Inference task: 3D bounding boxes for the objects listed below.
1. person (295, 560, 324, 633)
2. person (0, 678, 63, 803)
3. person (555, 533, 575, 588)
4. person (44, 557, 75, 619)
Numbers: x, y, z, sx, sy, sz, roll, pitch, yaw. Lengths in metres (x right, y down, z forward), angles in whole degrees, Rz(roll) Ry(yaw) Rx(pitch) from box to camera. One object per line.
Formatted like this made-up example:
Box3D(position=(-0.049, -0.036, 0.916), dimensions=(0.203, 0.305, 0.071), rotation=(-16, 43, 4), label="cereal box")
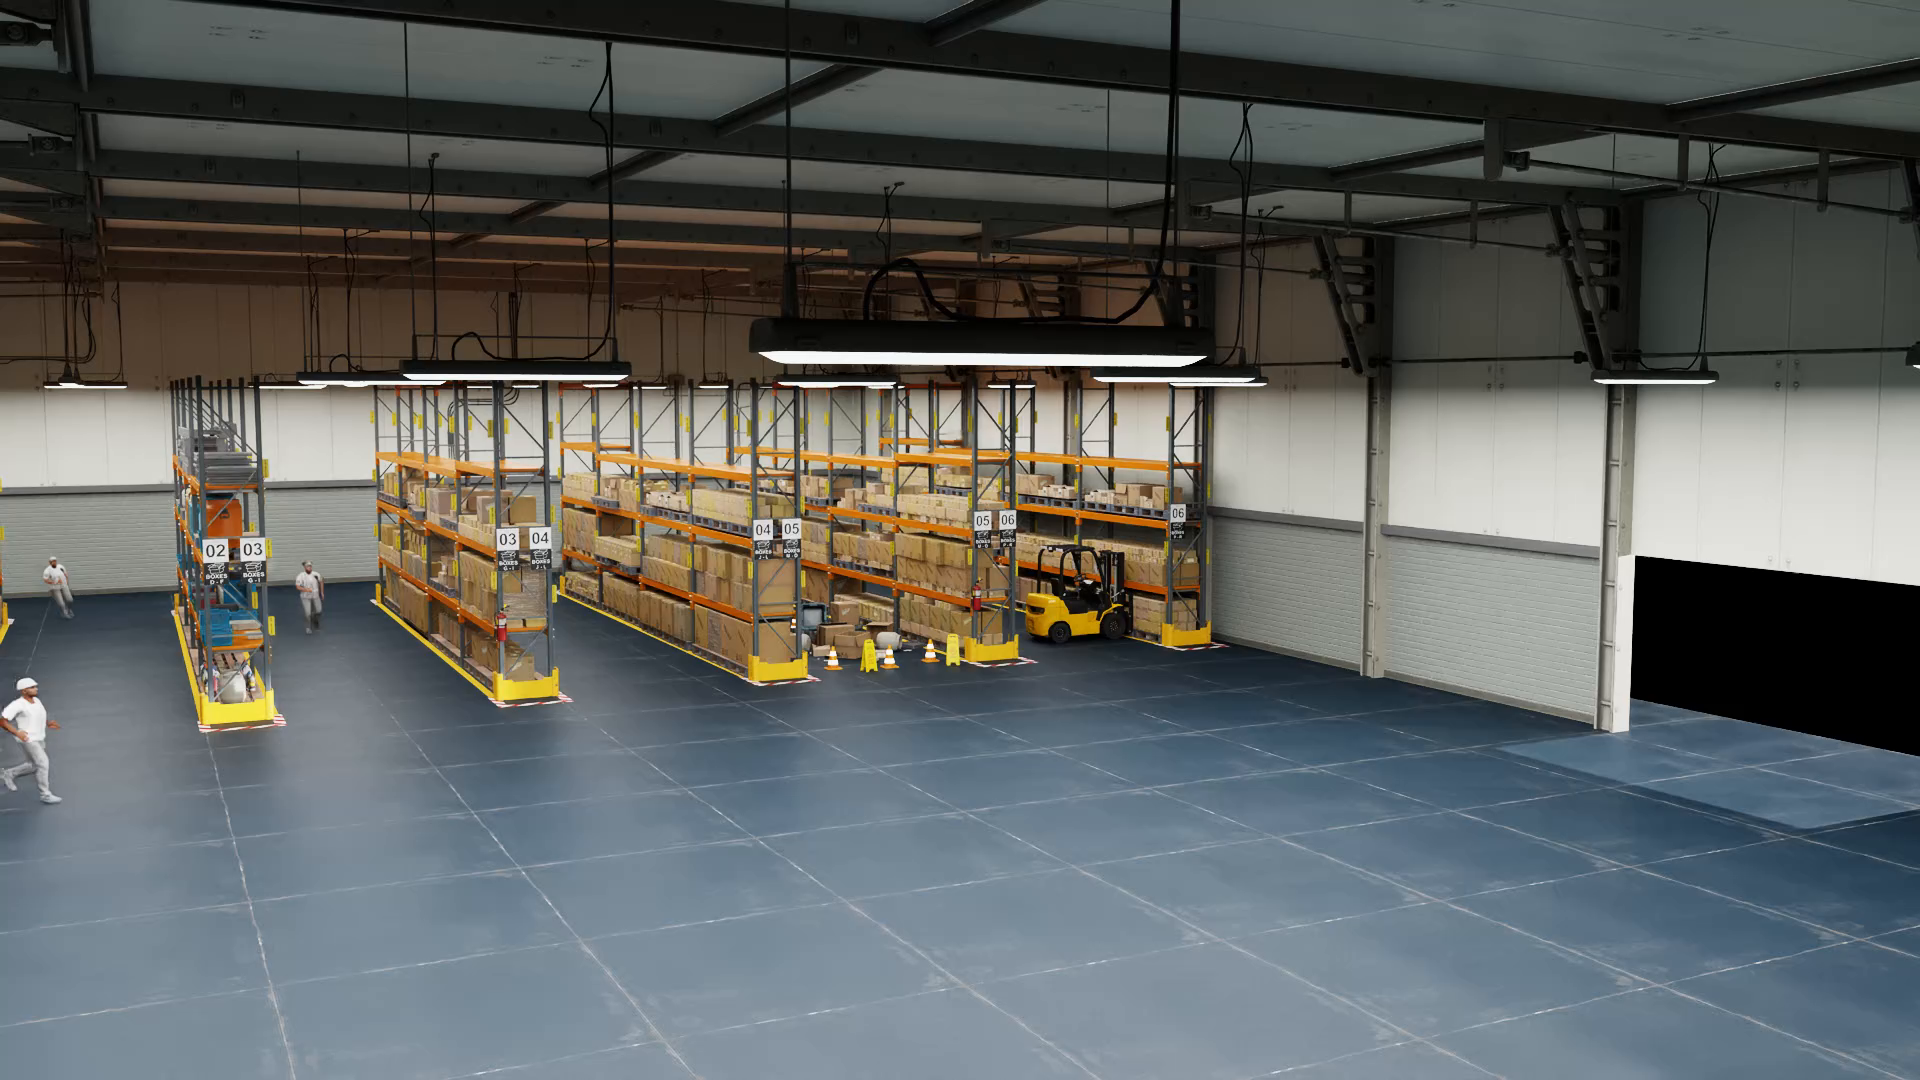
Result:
Box3D(position=(-15.421, 1.350, 39.544), dimensions=(0.674, 1.751, 0.614), rotation=(-4, 6, -37), label="person")
Box3D(position=(-13.008, 2.799, 23.206), dimensions=(0.872, 1.761, 0.700), rotation=(0, 5, -2), label="person")
Box3D(position=(-11.482, 0.544, 48.475), dimensions=(0.841, 1.739, 0.721), rotation=(-2, 5, -18), label="person")
Box3D(position=(-22.653, 1.206, 41.796), dimensions=(0.594, 1.614, 0.689), rotation=(5, 7, 44), label="person")
